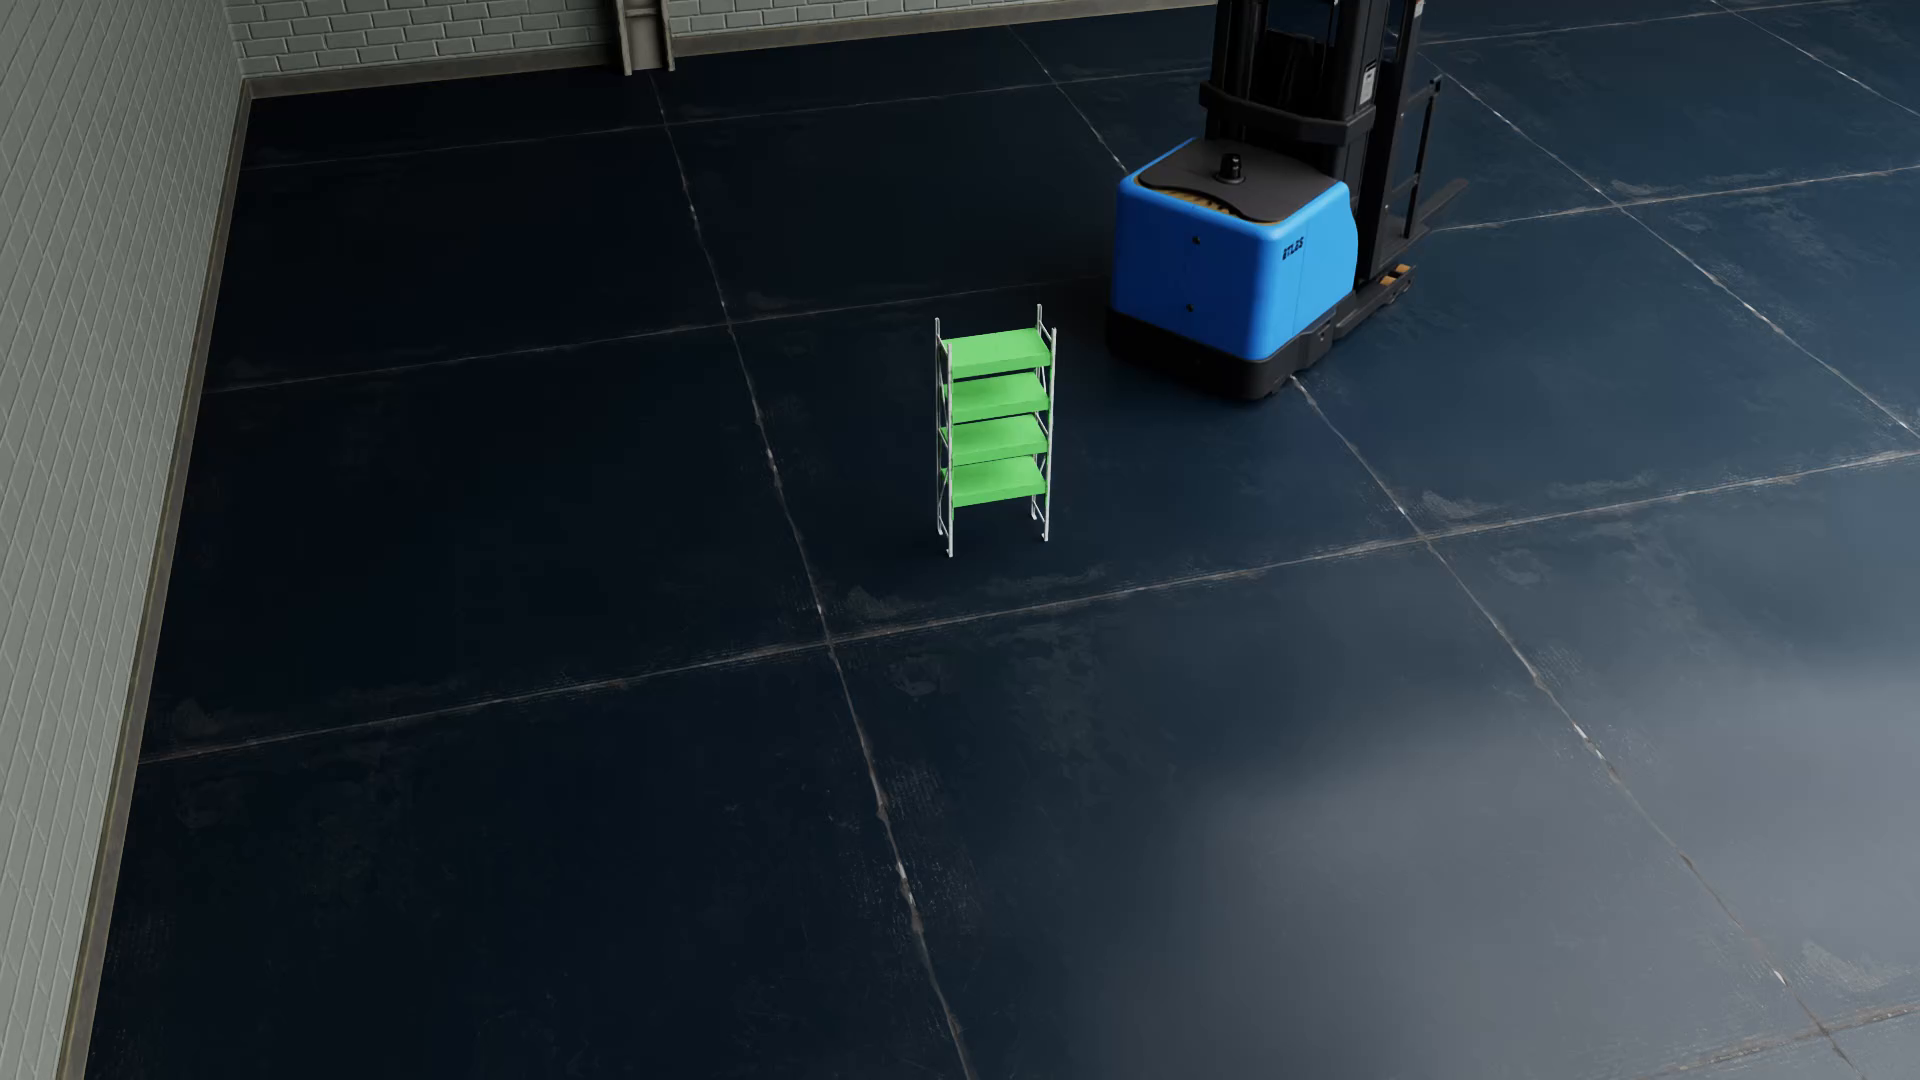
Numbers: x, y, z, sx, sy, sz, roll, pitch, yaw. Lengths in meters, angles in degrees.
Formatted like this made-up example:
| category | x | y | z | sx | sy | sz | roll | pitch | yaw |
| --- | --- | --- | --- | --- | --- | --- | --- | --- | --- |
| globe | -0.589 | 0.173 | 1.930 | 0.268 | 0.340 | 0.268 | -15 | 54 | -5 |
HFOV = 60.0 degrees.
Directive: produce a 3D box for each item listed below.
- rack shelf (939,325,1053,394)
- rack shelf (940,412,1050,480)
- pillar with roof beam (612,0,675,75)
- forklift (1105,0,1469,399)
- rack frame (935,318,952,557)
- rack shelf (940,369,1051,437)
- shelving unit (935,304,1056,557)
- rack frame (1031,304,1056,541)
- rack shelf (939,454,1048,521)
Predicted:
| category | x | y | z | sx | sy | sz | roll | pitch | yaw |
| --- | --- | --- | --- | --- | --- | --- | --- | --- | --- |
| rack shelf | 0.160 | -0.833 | 7.646 | 0.480 | 0.148 | 0.258 | -9 | 38 | -12 |
| rack shelf | 0.160 | -0.452 | 7.938 | 0.480 | 0.148 | 0.258 | -9 | 38 | -12 |
| pillar with roof beam | -1.343 | -4.792 | 7.087 | 0.400 | 9.000 | 9.100 | -9 | 38 | -12 |
| forklift | 2.151 | -2.768 | 9.436 | 1.130 | 2.935 | 3.031 | 26 | 44 | 30 |
| rack frame | -0.076 | -0.464 | 7.849 | 0.015 | 1.200 | 0.240 | -9 | 38 | -12 |
| rack shelf | 0.160 | -0.643 | 7.792 | 0.480 | 0.148 | 0.258 | -9 | 38 | -12 |
| shelving unit | 0.160 | -0.503 | 7.899 | 0.503 | 1.200 | 0.258 | -9 | 38 | -12 |
| rack frame | 0.395 | -0.541 | 7.950 | 0.015 | 1.200 | 0.240 | -9 | 38 | -12 |
| rack shelf | 0.160 | -0.261 | 8.084 | 0.480 | 0.148 | 0.258 | -9 | 38 | -12 |
